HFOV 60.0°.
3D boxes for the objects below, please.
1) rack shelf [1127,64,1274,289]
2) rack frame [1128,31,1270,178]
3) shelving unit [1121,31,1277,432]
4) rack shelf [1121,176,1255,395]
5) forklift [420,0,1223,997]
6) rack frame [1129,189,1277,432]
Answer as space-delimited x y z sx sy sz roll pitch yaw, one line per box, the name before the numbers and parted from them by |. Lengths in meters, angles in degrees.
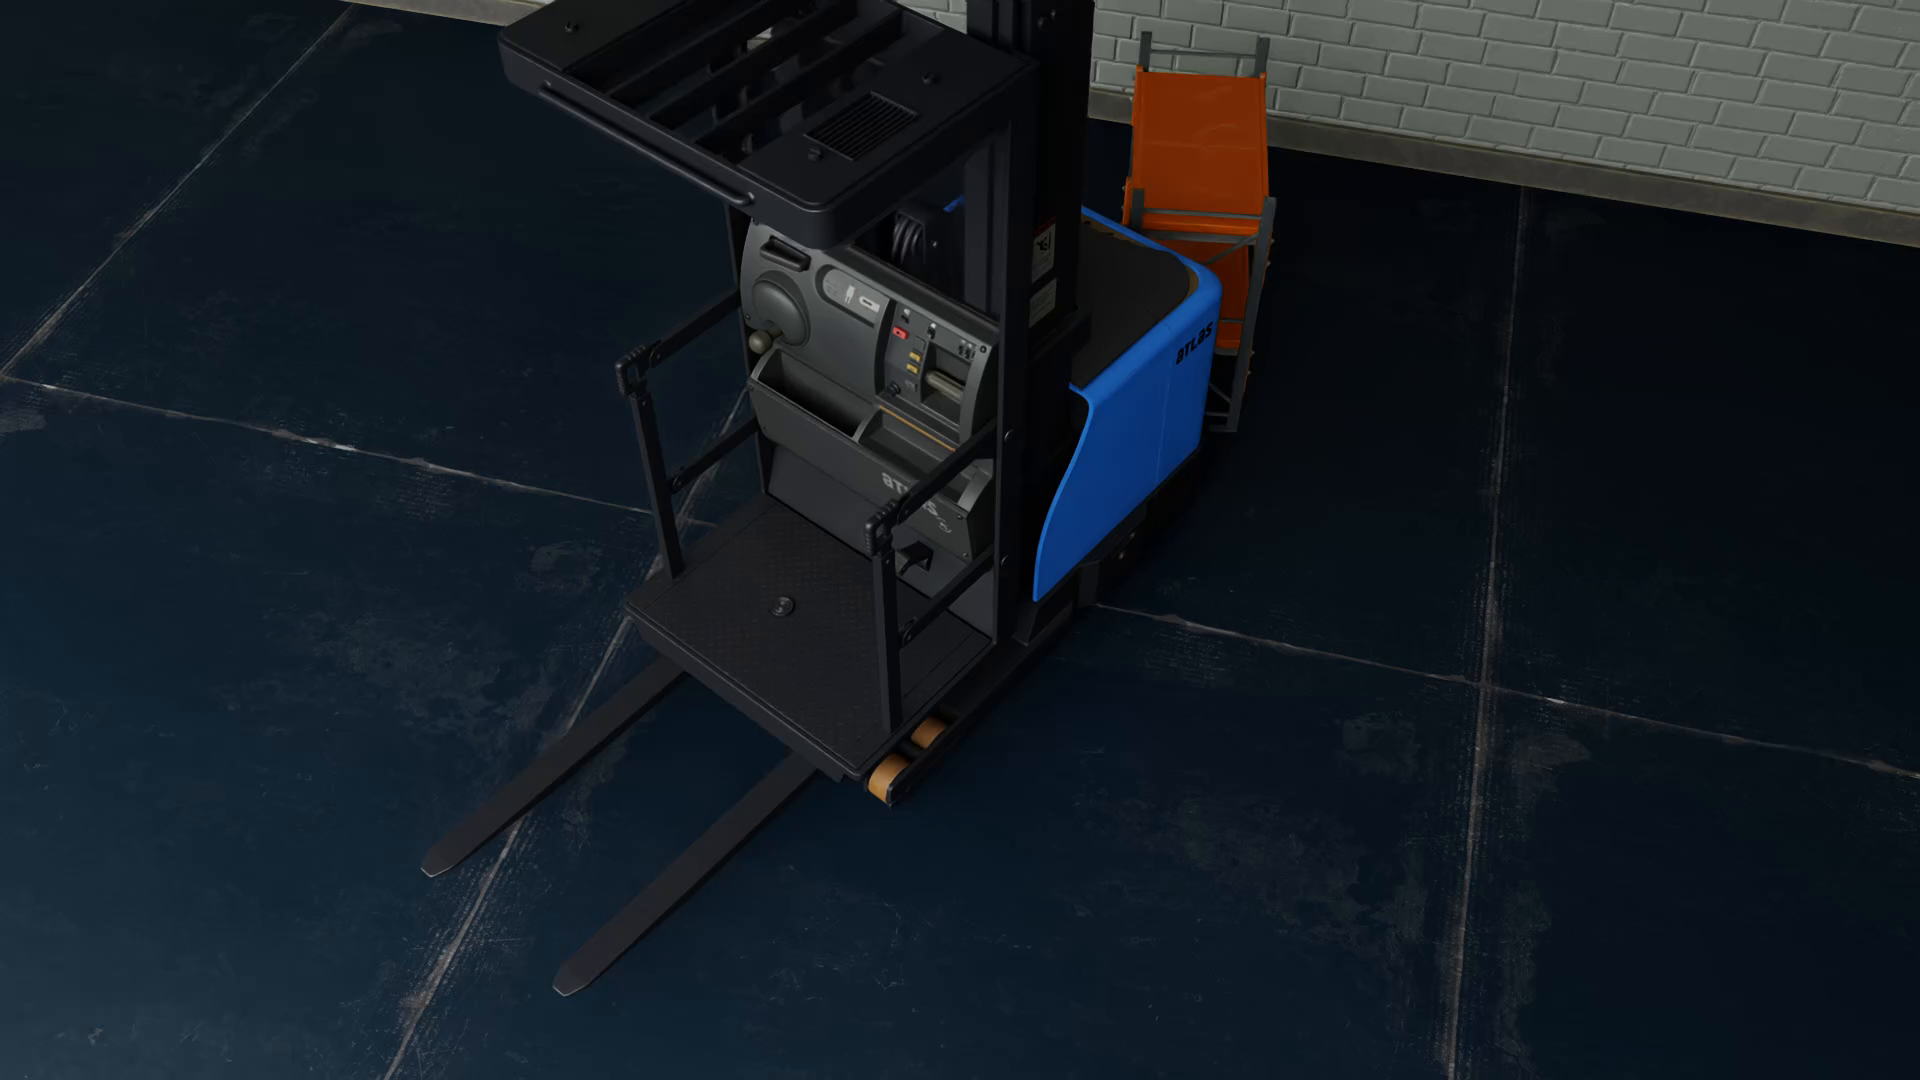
rack shelf | 0.906 -1.404 6.349 0.538 0.278 1.000 4 49 4
rack frame | 0.957 -1.590 6.903 0.500 1.125 0.032 4 49 4
shelving unit | 0.906 -1.211 6.568 0.538 1.125 1.048 4 49 4
rack shelf | 0.906 -1.049 6.752 0.538 0.278 1.000 4 49 4
forklift | -0.424 -0.535 4.768 1.130 2.935 3.031 32 56 25
rack frame | 0.855 -0.831 6.234 0.500 1.125 0.032 4 49 4
